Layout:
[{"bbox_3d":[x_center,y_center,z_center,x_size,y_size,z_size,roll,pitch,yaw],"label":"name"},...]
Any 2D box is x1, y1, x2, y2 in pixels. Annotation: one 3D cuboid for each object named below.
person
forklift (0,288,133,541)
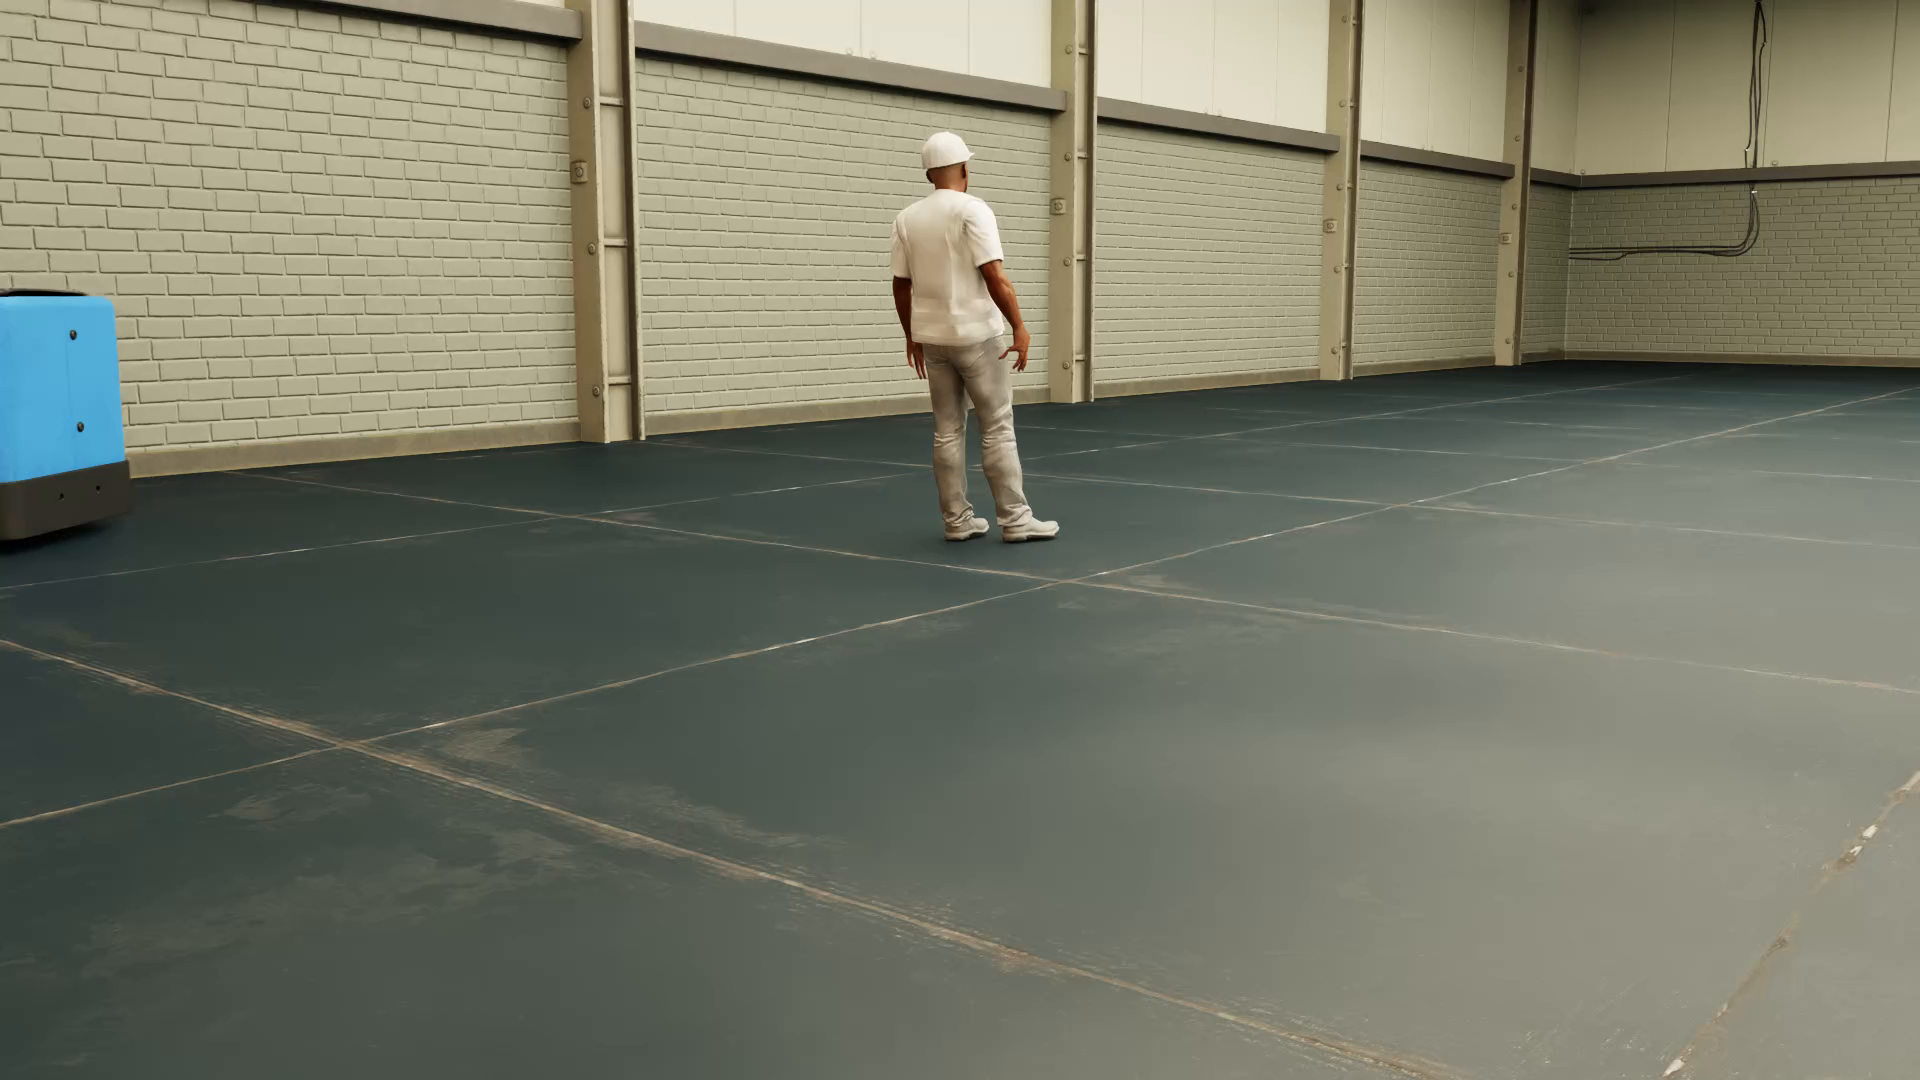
[{"bbox_3d":[0.049,-0.889,7.327,0.665,1.768,0.574,7,11,38],"label":"person"},{"bbox_3d":[-5.414,-1.452,7.205,3.031,2.935,1.130,0,8,1],"label":"forklift"}]
